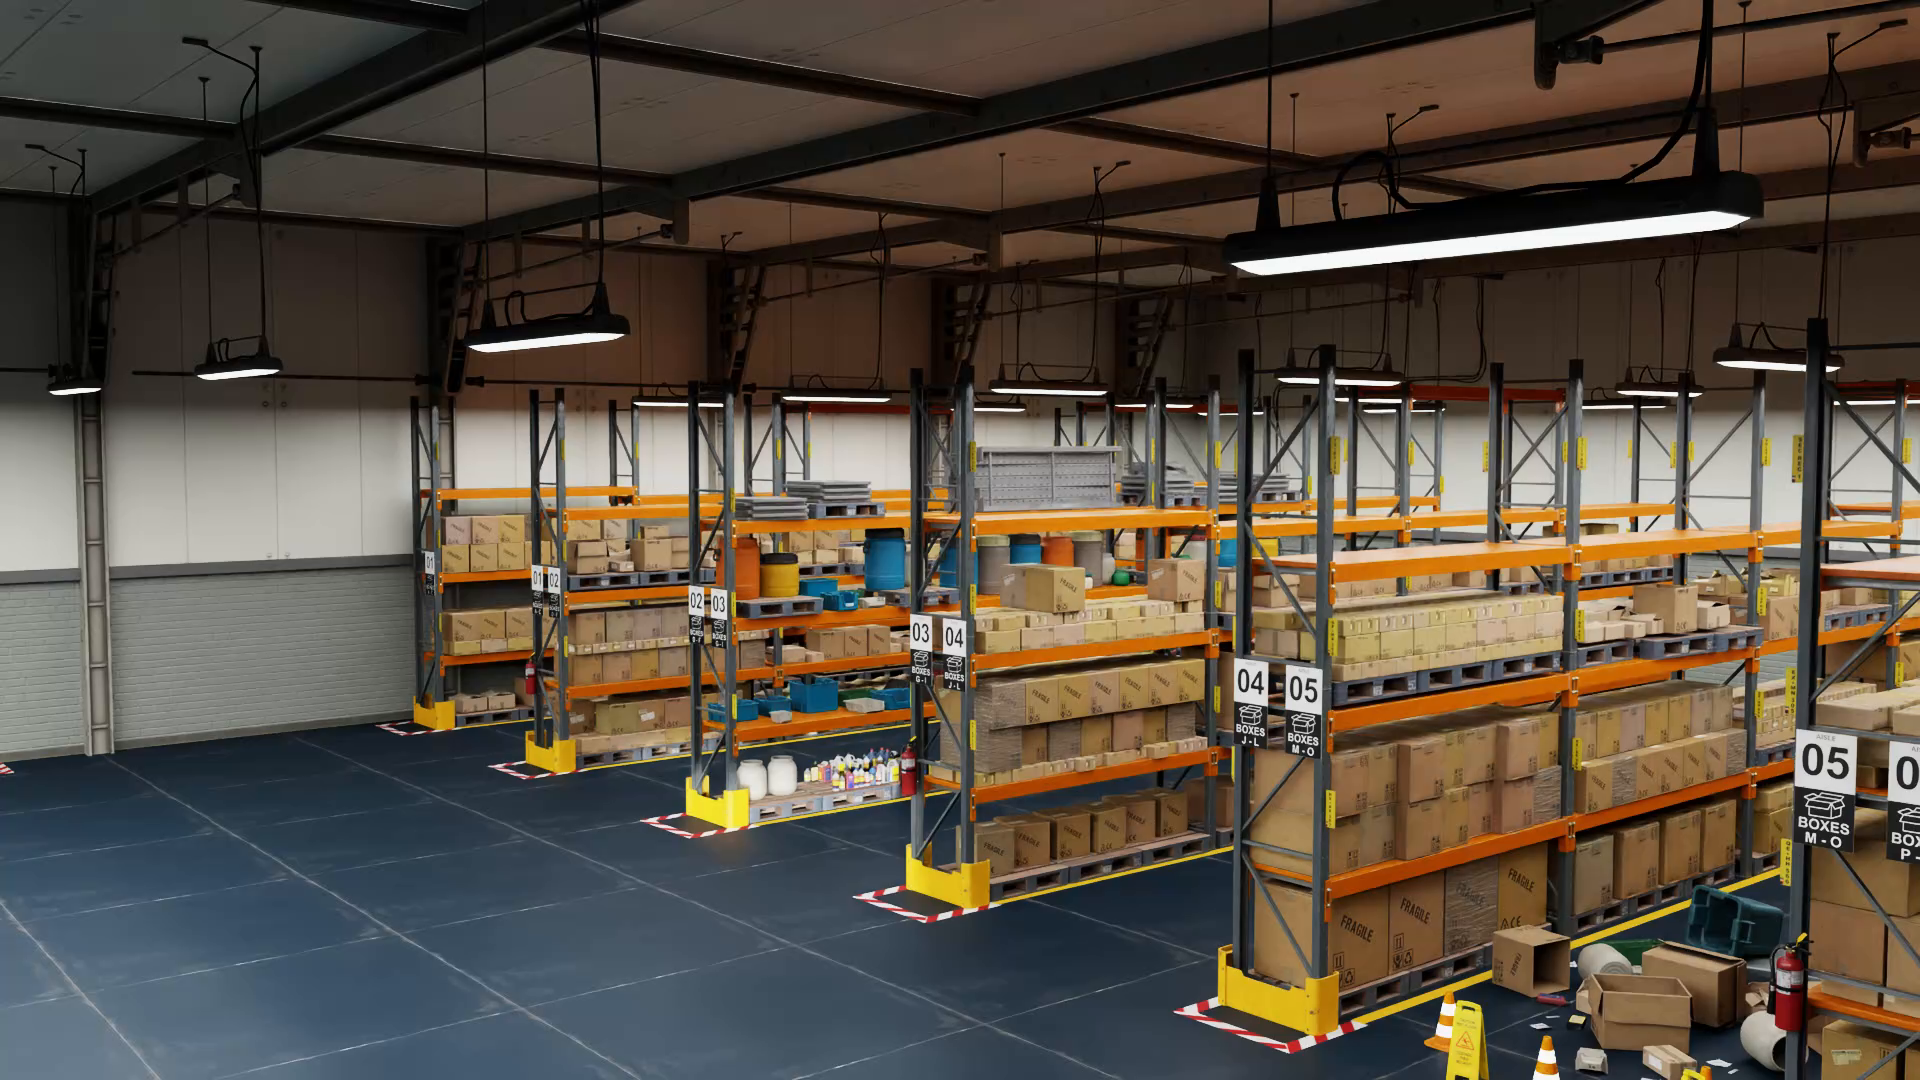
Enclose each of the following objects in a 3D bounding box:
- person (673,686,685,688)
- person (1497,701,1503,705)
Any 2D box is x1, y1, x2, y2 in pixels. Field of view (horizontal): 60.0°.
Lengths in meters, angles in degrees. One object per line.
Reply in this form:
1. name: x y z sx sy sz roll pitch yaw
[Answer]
1. person: -5.088 2.545 29.868 0.660 1.761 0.780 2 4 29
2. person: 7.610 2.932 23.110 0.736 1.756 0.641 -2 4 -27
